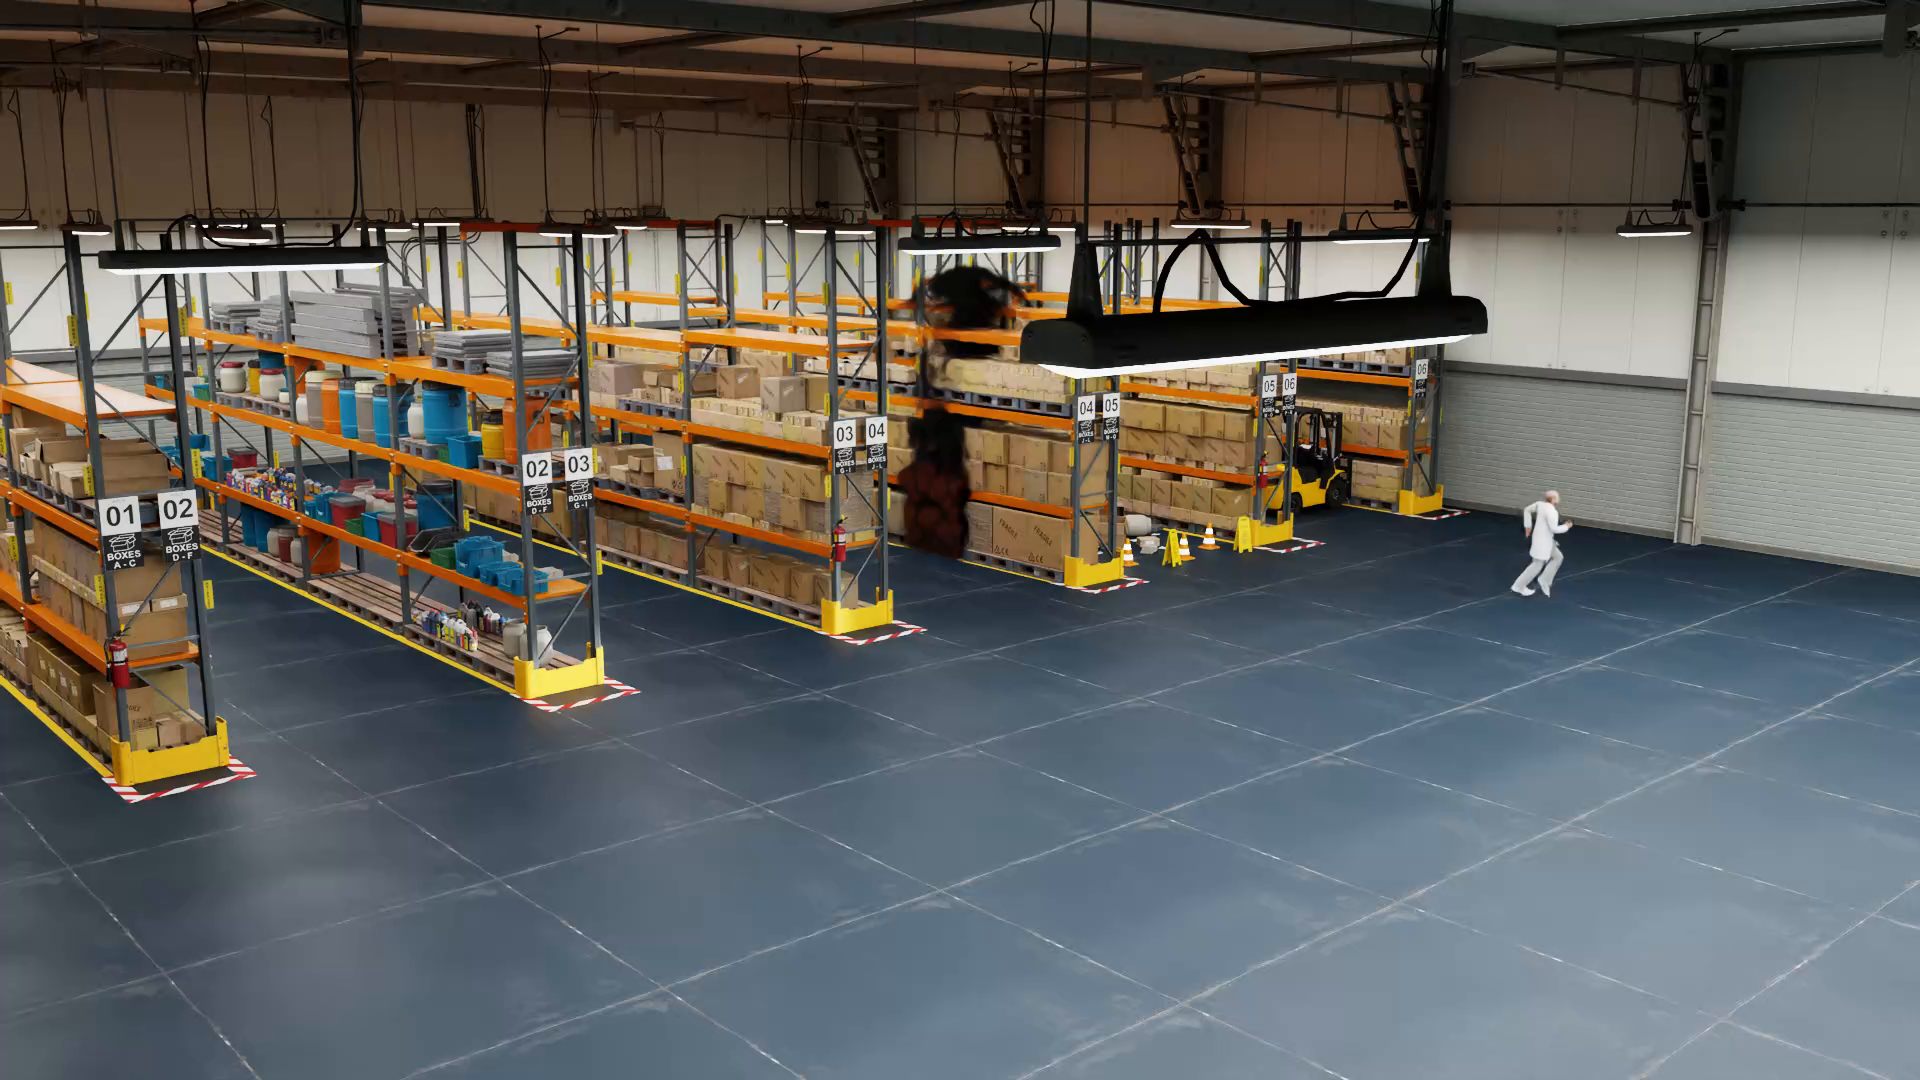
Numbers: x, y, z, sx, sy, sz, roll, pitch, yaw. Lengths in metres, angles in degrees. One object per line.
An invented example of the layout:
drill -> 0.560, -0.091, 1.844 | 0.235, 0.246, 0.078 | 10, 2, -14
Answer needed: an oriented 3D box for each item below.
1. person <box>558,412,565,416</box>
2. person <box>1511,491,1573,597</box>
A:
person -> -9.346, -2.160, 38.531 | 0.704, 1.631, 0.916 | -6, 13, -29
person -> 9.484, 0.066, 27.081 | 0.893, 1.781, 0.751 | 1, 11, 4
